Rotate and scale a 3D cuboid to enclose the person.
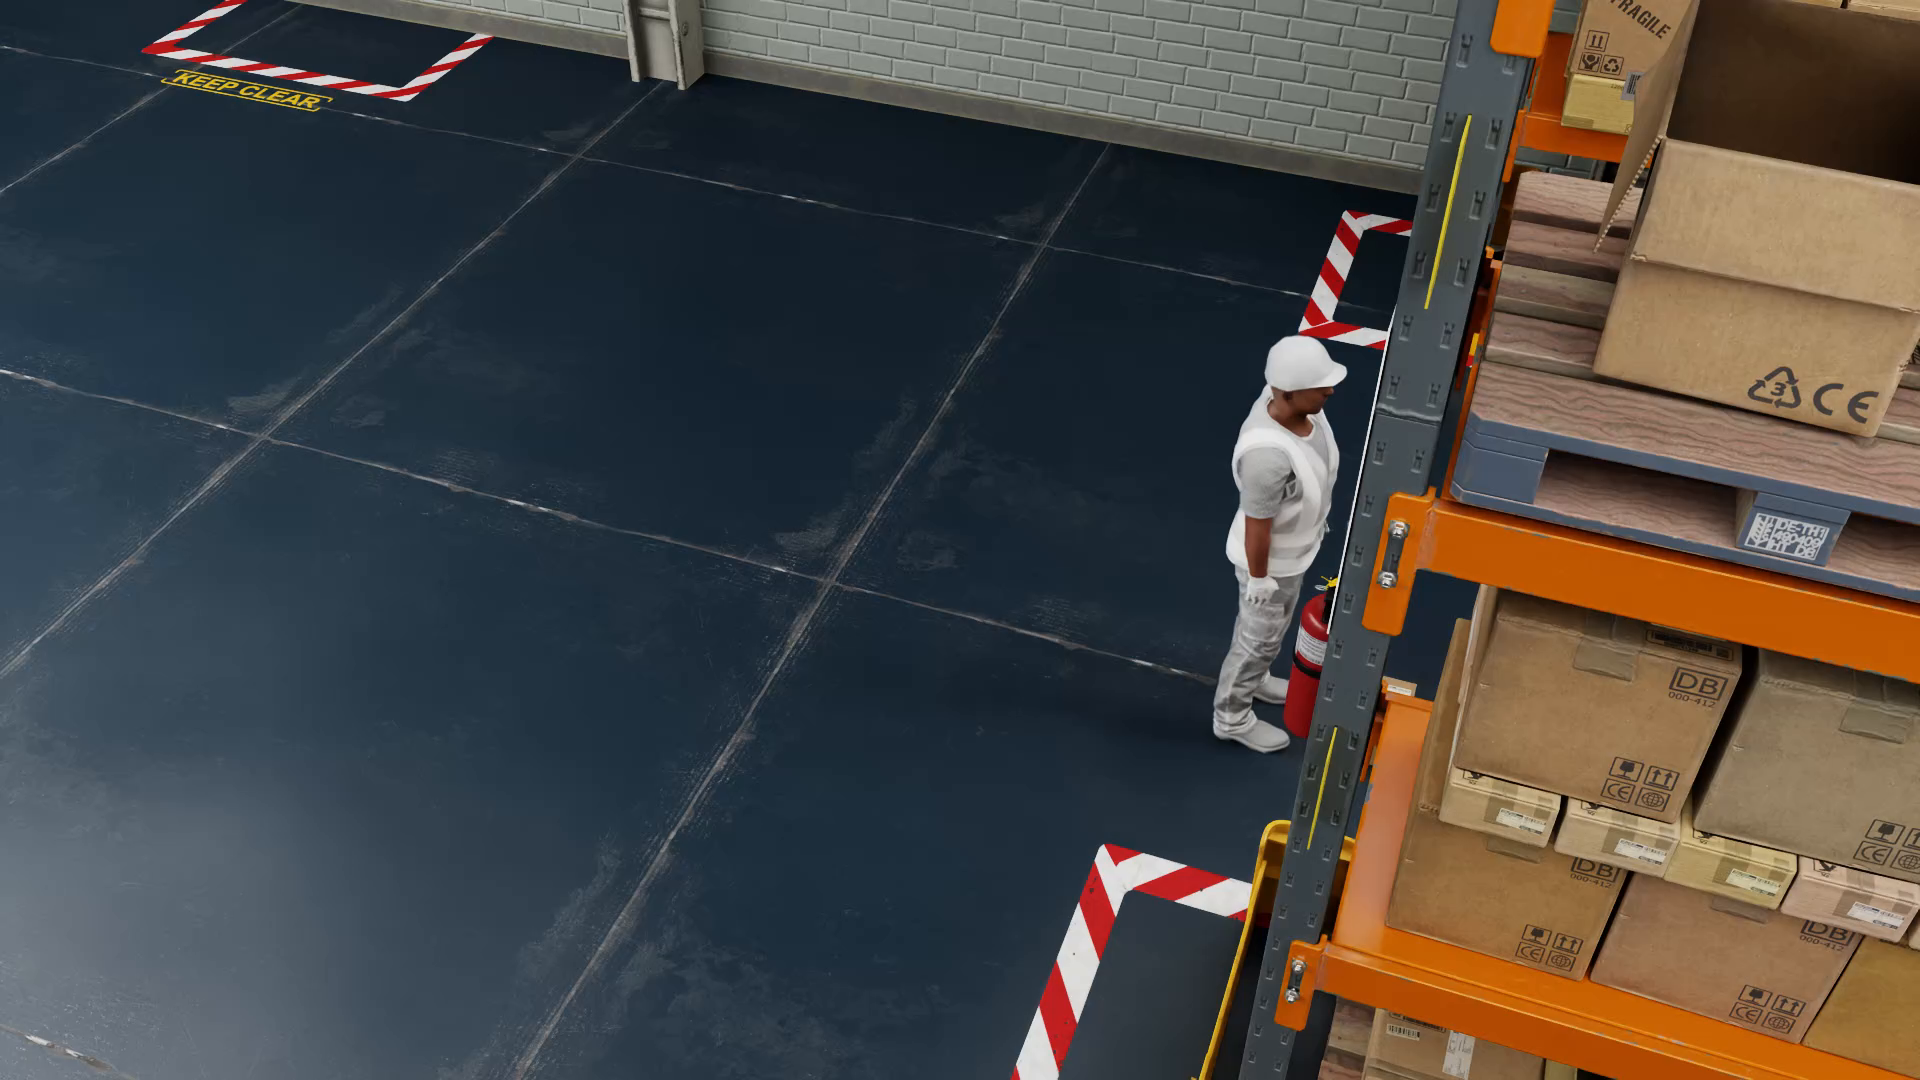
[{"bbox_3d":[1.174,0.014,6.126,0.381,1.785,0.549,14,43,16],"label":"person"}]
